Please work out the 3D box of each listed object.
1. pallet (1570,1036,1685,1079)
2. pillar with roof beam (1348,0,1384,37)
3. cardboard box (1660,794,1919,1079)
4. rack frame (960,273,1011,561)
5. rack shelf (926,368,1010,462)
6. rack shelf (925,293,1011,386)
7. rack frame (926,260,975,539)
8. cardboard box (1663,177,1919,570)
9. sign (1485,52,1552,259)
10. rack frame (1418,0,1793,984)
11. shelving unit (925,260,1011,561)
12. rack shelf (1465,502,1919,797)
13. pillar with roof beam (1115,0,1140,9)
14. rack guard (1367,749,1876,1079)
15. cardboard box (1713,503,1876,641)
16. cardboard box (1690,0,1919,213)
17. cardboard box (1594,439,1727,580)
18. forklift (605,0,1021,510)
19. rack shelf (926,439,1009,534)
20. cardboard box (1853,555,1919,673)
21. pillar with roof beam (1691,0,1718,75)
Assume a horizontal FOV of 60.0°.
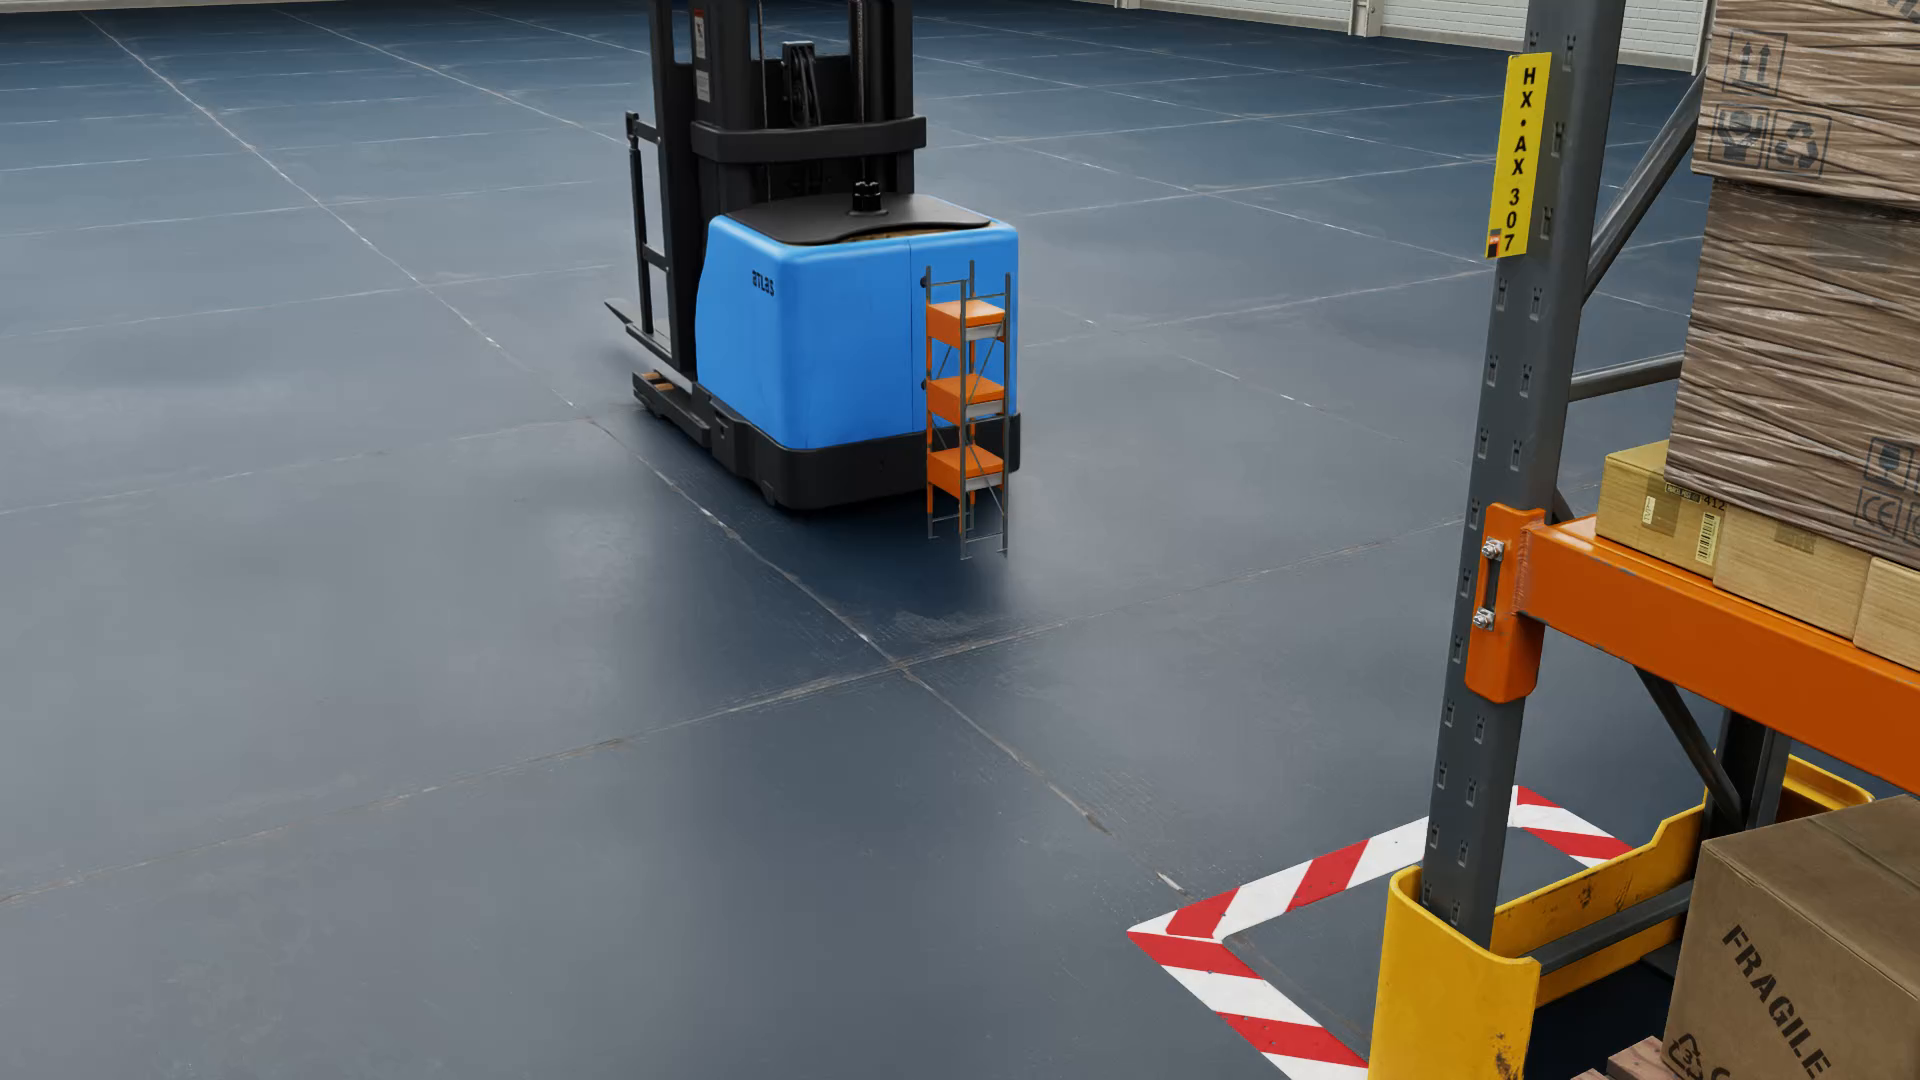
[{"bbox_3d":[1.804,1.257,2.938,1.003,0.211,1.213,-13,25,-28],"label":"pallet"},{"bbox_3d":[2.361,-10.905,21.190,9.100,9.000,0.400,-13,25,-28],"label":"pillar with roof beam"},{"bbox_3d":[1.685,0.840,3.024,0.500,0.500,0.500,-8,23,-18],"label":"cardboard box"},{"bbox_3d":[0.090,-0.430,5.974,0.200,1.050,0.008,-13,25,-28],"label":"rack frame"},{"bbox_3d":[0.027,-0.459,6.075,0.215,0.259,0.240,-13,25,-28],"label":"rack shelf"},{"bbox_3d":[0.027,-0.722,5.968,0.215,0.259,0.240,-13,25,-28],"label":"rack shelf"},{"bbox_3d":[-0.035,-0.509,6.168,0.200,1.050,0.008,-13,25,-28],"label":"rack frame"},{"bbox_3d":[1.638,-0.330,2.612,0.875,0.500,0.500,-13,25,-28],"label":"cardboard box"},{"bbox_3d":[0.914,-0.626,2.718,0.100,0.325,0.005,-13,25,-28],"label":"sign"},{"bbox_3d":[1.380,-0.329,3.138,1.000,3.000,0.127,-13,25,-28],"label":"rack frame"},{"bbox_3d":[0.027,-0.469,6.071,0.215,1.050,0.252,-13,25,-28],"label":"shelving unit"},{"bbox_3d":[2.402,0.652,1.680,1.077,0.370,4.000,-13,25,-28],"label":"rack shelf"},{"bbox_3d":[-0.704,-12.847,25.969,9.100,9.000,0.400,-13,25,-28],"label":"pillar with roof beam"},{"bbox_3d":[1.419,0.853,3.548,1.175,0.500,0.348,-13,25,-28],"label":"rack guard"},{"bbox_3d":[1.432,0.010,2.637,0.380,0.149,0.250,-13,25,-28],"label":"cardboard box"},{"bbox_3d":[1.427,-0.746,2.307,0.500,0.500,0.500,-13,25,-28],"label":"cardboard box"},{"bbox_3d":[1.321,-0.075,2.845,0.380,0.149,0.250,-13,25,-28],"label":"cardboard box"},{"bbox_3d":[-0.889,-1.989,7.312,1.130,2.935,3.031,-11,25,-26],"label":"forklift"},{"bbox_3d":[0.027,-0.202,6.180,0.215,0.259,0.240,-13,25,-28],"label":"rack shelf"},{"bbox_3d":[1.547,0.094,2.431,0.380,0.149,0.250,-13,25,-28],"label":"cardboard box"},{"bbox_3d":[5.426,-8.963,16.412,9.100,9.000,0.400,-13,25,-28],"label":"pillar with roof beam"}]
